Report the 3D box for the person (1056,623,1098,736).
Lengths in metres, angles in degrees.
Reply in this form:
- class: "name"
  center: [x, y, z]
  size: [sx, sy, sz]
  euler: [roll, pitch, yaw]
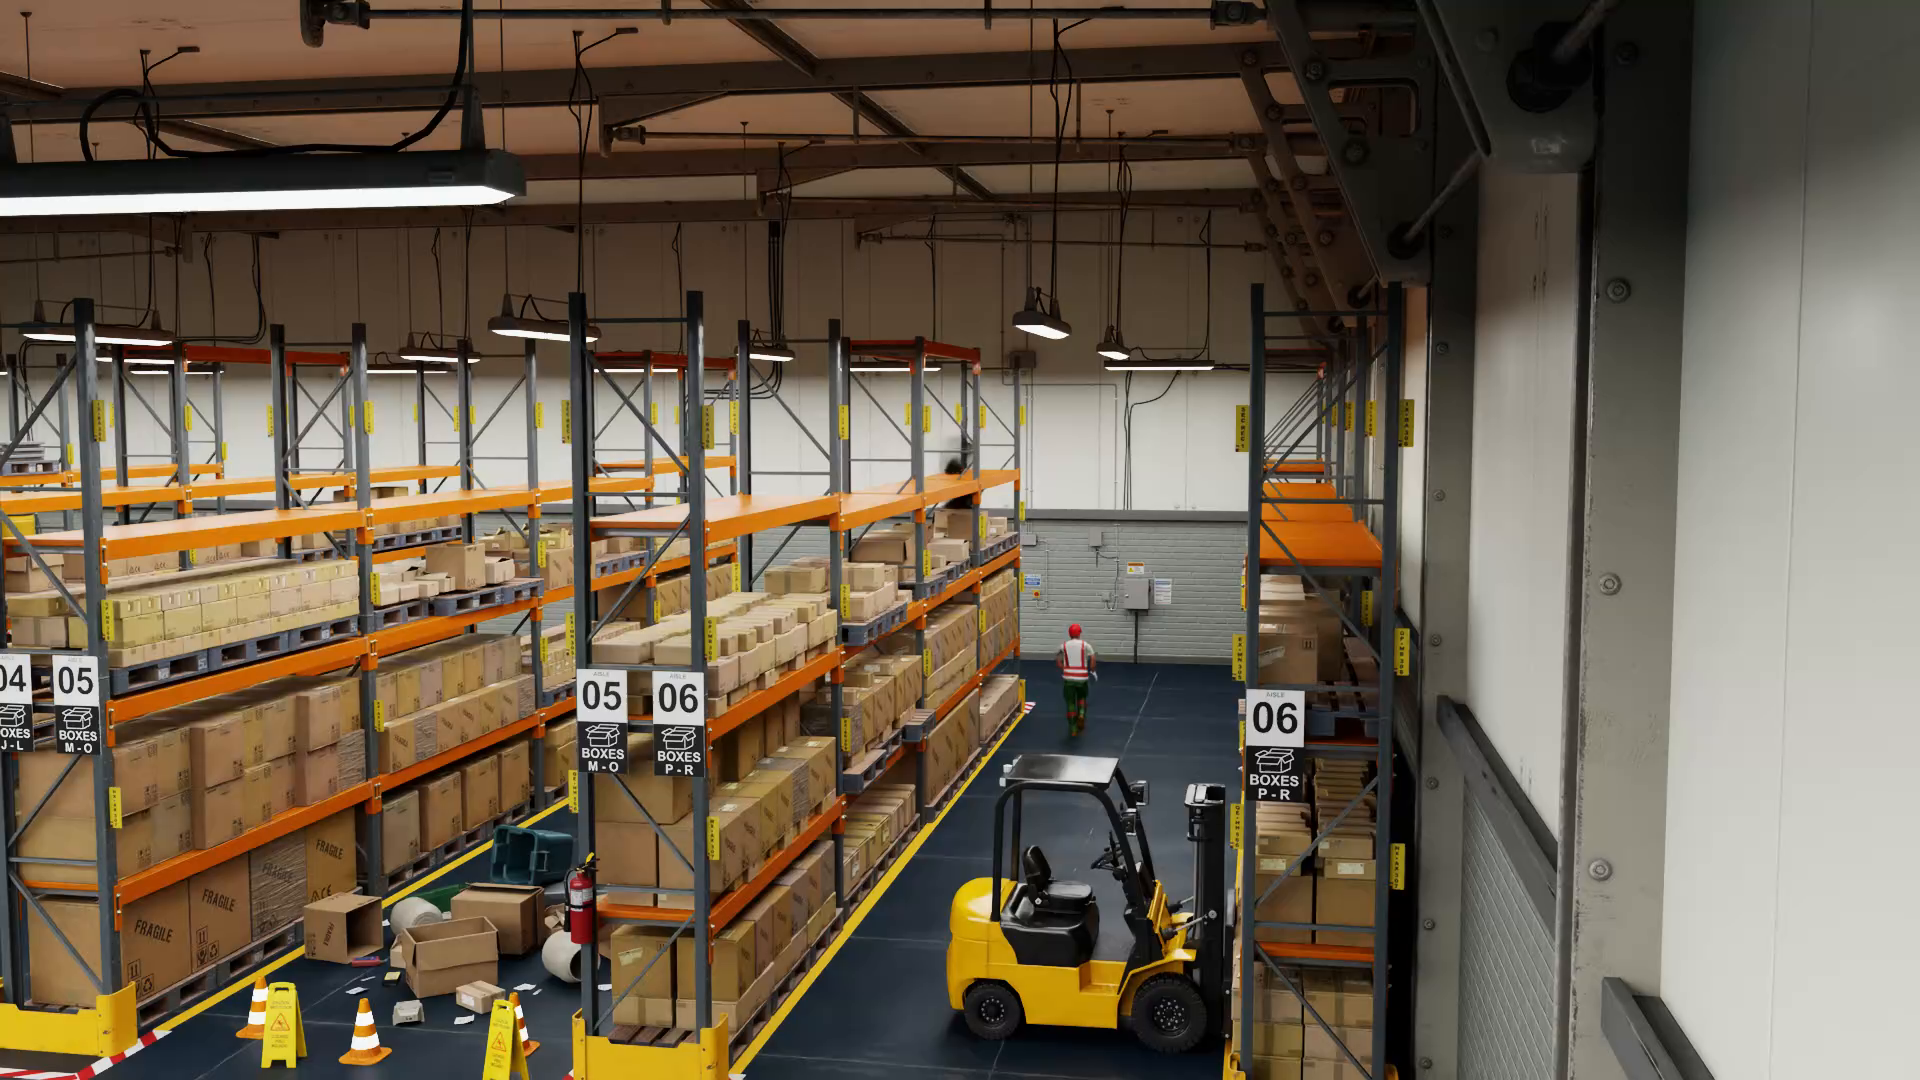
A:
- class: "person"
  center: [1.843, 2.175, 26.238]
  size: [0.662, 1.736, 0.674]
  euler: [0, 5, 6]
